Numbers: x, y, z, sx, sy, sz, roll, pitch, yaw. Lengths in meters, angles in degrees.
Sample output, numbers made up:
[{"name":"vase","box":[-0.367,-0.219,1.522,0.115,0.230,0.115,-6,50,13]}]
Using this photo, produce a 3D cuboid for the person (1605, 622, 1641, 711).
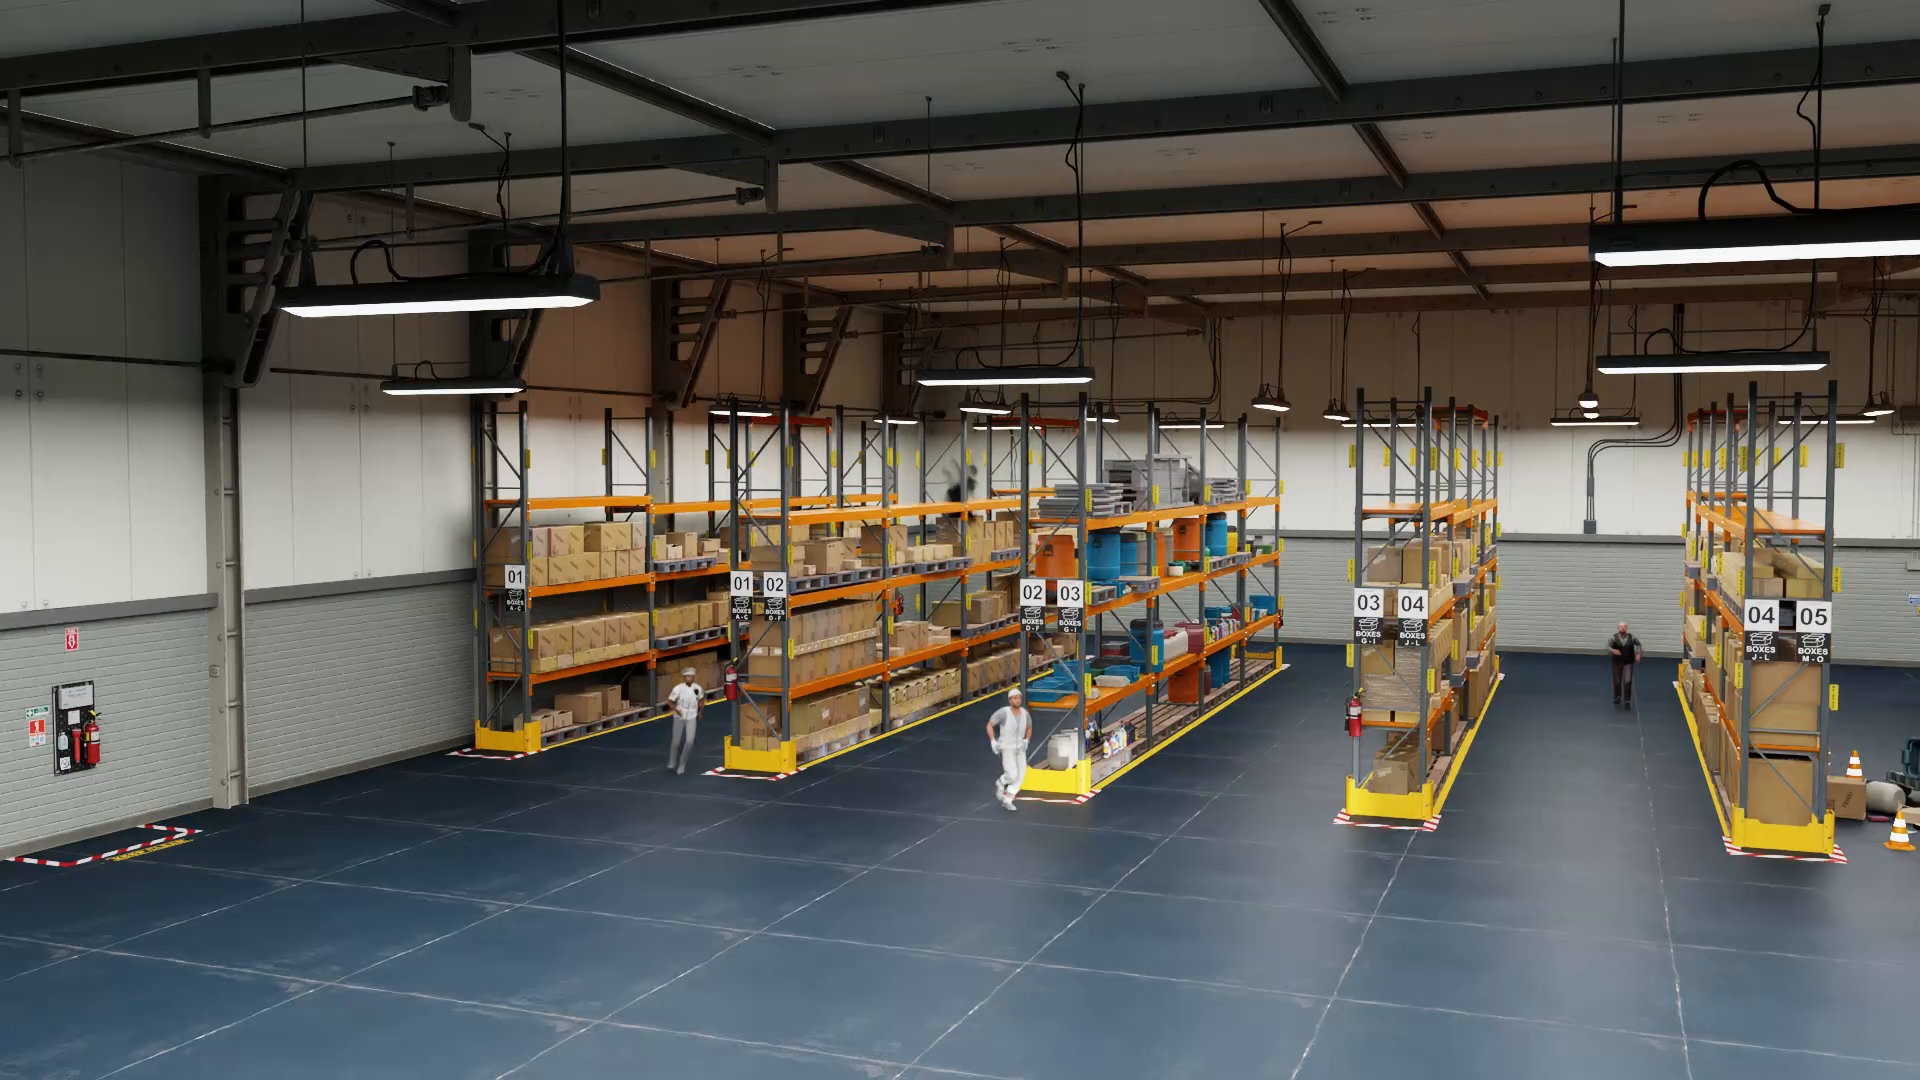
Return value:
[{"name":"person","box":[13.293,2.535,33.348,0.673,1.804,0.760,1,3,21]}]

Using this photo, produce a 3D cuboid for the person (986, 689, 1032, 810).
[{"name":"person","box":[0.742,2.986,23.749,0.682,1.738,0.560,-1,3,-28]}]

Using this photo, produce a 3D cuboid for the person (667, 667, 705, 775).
[{"name":"person","box":[-4.379,2.879,26.621,0.623,1.699,0.663,-1,3,-15]}]
